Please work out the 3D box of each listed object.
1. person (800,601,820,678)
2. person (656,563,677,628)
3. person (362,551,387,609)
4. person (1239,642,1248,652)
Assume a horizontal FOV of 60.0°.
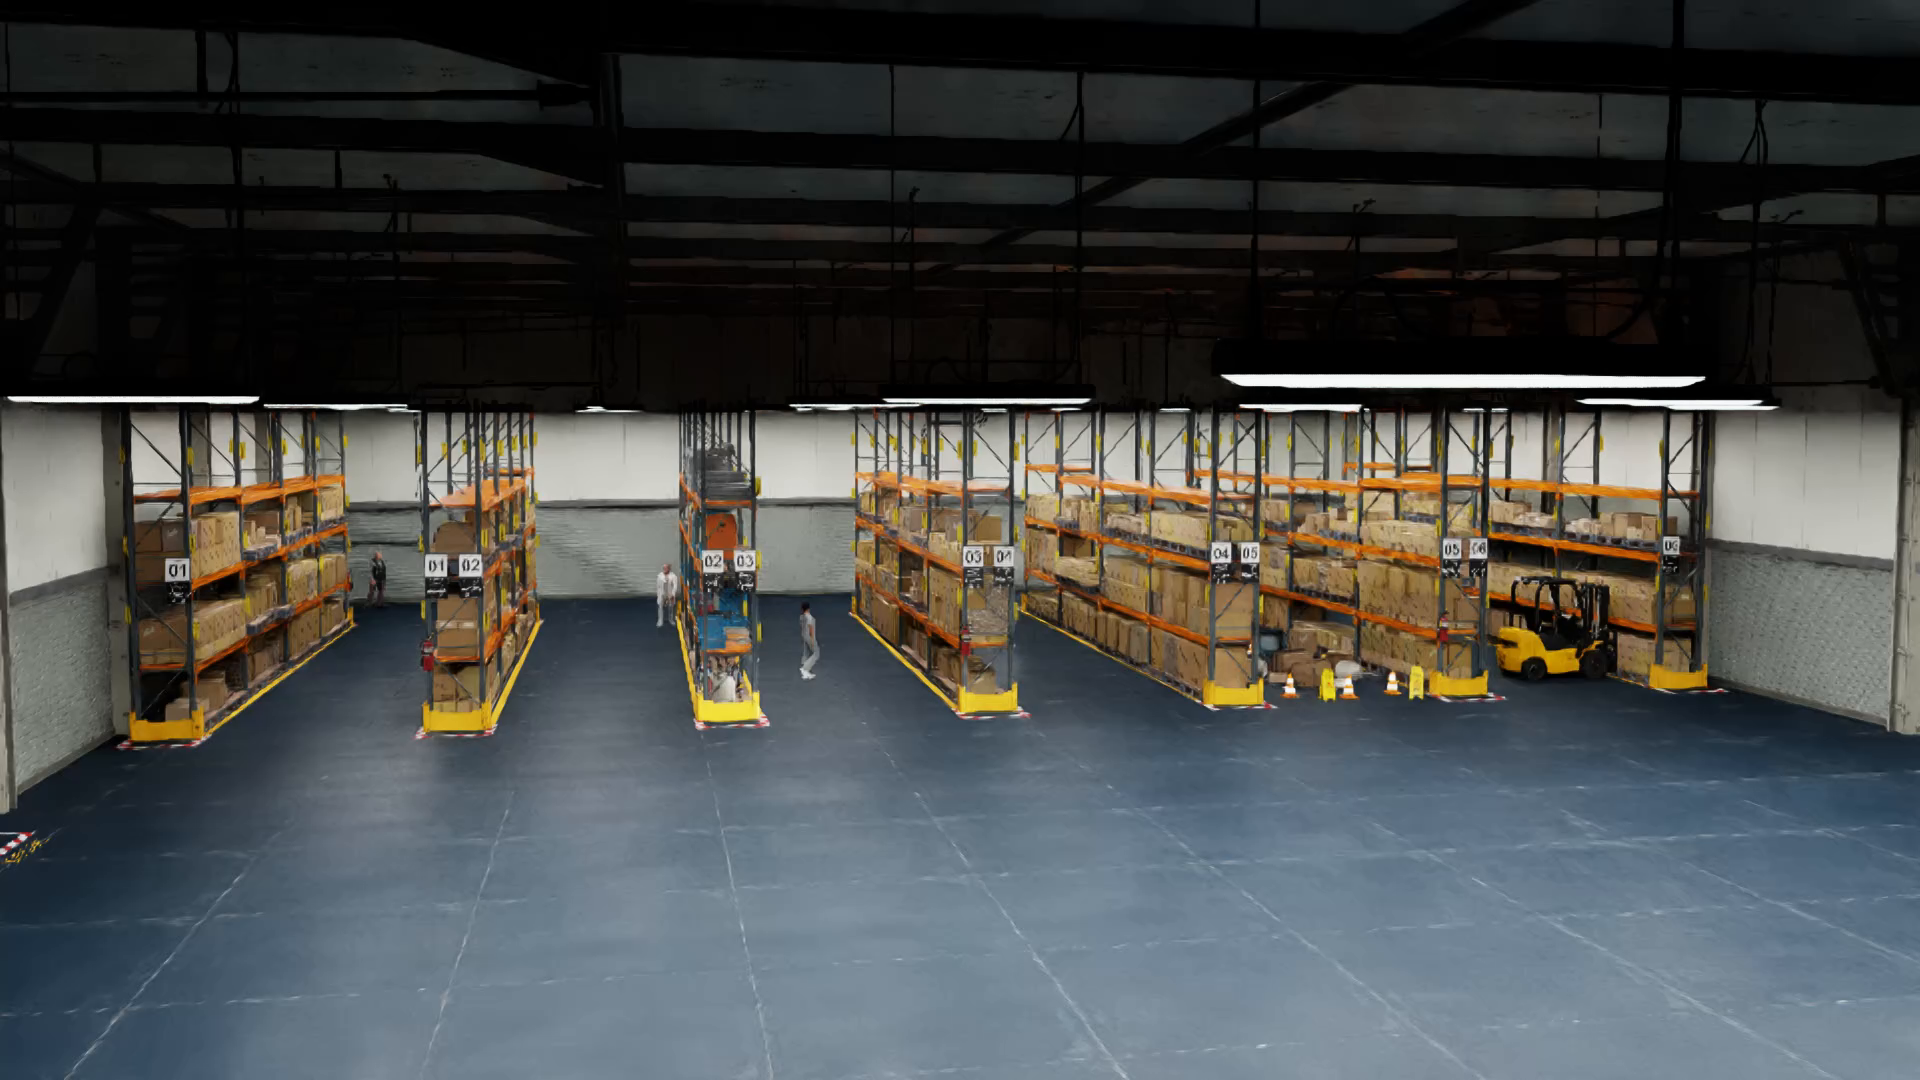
[{"bbox_3d":[-3.309,2.167,36.067,0.432,1.670,0.503,-3,5,-38],"label":"person"},{"bbox_3d":[-7.869,1.478,44.682,0.575,1.714,1.104,0,4,-1],"label":"person"},{"bbox_3d":[-17.263,1.176,48.963,0.477,1.716,0.709,3,5,35],"label":"person"},{"bbox_3d":[6.586,1.839,39.473,0.569,1.786,0.653,1,5,18],"label":"person"}]
